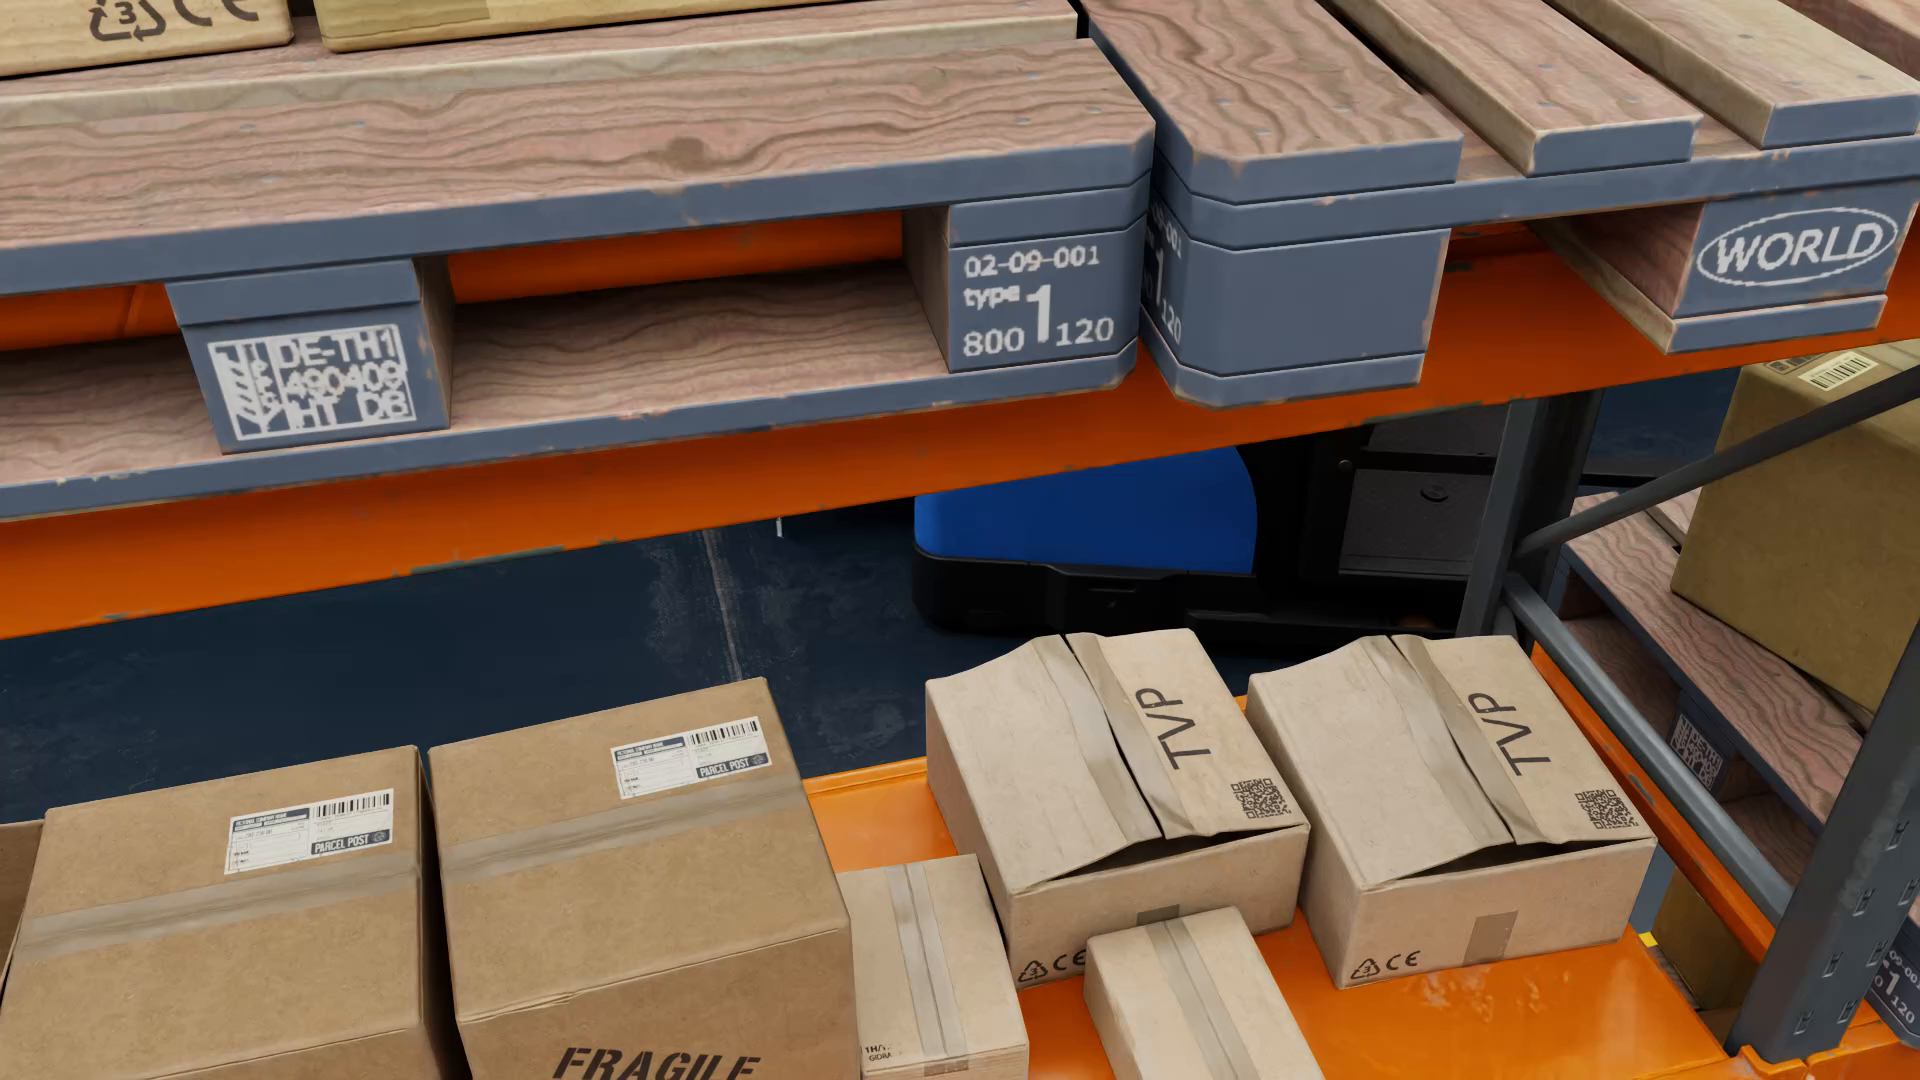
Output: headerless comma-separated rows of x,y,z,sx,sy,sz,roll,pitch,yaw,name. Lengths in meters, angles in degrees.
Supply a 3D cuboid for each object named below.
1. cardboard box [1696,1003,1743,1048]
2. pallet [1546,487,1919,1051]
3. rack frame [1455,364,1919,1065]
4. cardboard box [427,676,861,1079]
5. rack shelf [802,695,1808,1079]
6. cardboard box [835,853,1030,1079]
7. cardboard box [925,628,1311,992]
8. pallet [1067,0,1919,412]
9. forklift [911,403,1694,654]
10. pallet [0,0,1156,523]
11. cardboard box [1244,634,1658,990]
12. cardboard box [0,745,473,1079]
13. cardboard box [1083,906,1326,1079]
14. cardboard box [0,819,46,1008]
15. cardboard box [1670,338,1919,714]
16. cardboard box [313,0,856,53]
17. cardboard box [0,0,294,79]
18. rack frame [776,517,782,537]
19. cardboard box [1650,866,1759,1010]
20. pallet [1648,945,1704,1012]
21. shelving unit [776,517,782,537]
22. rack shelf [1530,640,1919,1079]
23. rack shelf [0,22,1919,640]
1.675,1.270,3.317,0.500,0.500,0.500,-8,38,-10,cardboard box
1.797,0.284,3.068,1.003,0.211,1.213,-9,38,-12,pallet
1.161,0.356,2.816,0.127,3.000,1.000,-9,38,-12,rack frame
-0.455,0.592,2.426,0.500,0.500,0.500,-11,39,-14,cardboard box
-0.770,0.958,2.620,4.000,0.370,1.077,-9,38,-12,rack shelf
-0.056,0.691,2.585,0.250,0.149,0.380,-7,38,-9,cardboard box
0.247,0.419,2.806,0.500,0.311,0.500,-10,38,-12,cardboard box
0.529,-0.601,1.753,1.003,0.211,1.213,-8,38,-10,pallet
1.393,-1.096,4.771,3.031,2.935,1.130,3,38,4,forklift
-0.550,-0.422,1.519,1.213,0.211,1.003,-8,38,-10,pallet
0.798,0.423,2.801,0.500,0.311,0.500,-7,38,-9,cardboard box
-0.963,0.675,2.317,0.500,0.500,0.500,-9,38,-12,cardboard box
0.364,0.760,2.494,0.250,0.149,0.380,-9,38,-12,cardboard box
-1.447,0.754,2.213,0.500,0.500,0.500,-7,38,-9,cardboard box
1.739,-0.016,2.875,0.500,0.500,0.700,-23,43,-27,cardboard box
-0.319,-0.660,1.453,0.500,0.250,0.500,-10,39,-13,cardboard box
-0.839,-0.576,1.343,0.500,0.250,0.500,-12,39,-16,cardboard box
-0.632,-0.560,5.494,0.015,1.200,0.240,-2,37,-3,rack frame
2.002,0.888,3.815,0.500,0.500,0.500,-8,38,-10,cardboard box
1.891,1.367,3.789,1.213,0.211,1.003,-9,38,-12,pallet
-0.388,-0.569,5.506,0.503,1.200,0.258,-2,37,-3,shelving unit
3.091,0.325,3.449,4.000,0.370,1.077,-9,38,-12,rack shelf
-0.770,-0.233,1.709,4.000,0.370,1.077,-9,38,-12,rack shelf
